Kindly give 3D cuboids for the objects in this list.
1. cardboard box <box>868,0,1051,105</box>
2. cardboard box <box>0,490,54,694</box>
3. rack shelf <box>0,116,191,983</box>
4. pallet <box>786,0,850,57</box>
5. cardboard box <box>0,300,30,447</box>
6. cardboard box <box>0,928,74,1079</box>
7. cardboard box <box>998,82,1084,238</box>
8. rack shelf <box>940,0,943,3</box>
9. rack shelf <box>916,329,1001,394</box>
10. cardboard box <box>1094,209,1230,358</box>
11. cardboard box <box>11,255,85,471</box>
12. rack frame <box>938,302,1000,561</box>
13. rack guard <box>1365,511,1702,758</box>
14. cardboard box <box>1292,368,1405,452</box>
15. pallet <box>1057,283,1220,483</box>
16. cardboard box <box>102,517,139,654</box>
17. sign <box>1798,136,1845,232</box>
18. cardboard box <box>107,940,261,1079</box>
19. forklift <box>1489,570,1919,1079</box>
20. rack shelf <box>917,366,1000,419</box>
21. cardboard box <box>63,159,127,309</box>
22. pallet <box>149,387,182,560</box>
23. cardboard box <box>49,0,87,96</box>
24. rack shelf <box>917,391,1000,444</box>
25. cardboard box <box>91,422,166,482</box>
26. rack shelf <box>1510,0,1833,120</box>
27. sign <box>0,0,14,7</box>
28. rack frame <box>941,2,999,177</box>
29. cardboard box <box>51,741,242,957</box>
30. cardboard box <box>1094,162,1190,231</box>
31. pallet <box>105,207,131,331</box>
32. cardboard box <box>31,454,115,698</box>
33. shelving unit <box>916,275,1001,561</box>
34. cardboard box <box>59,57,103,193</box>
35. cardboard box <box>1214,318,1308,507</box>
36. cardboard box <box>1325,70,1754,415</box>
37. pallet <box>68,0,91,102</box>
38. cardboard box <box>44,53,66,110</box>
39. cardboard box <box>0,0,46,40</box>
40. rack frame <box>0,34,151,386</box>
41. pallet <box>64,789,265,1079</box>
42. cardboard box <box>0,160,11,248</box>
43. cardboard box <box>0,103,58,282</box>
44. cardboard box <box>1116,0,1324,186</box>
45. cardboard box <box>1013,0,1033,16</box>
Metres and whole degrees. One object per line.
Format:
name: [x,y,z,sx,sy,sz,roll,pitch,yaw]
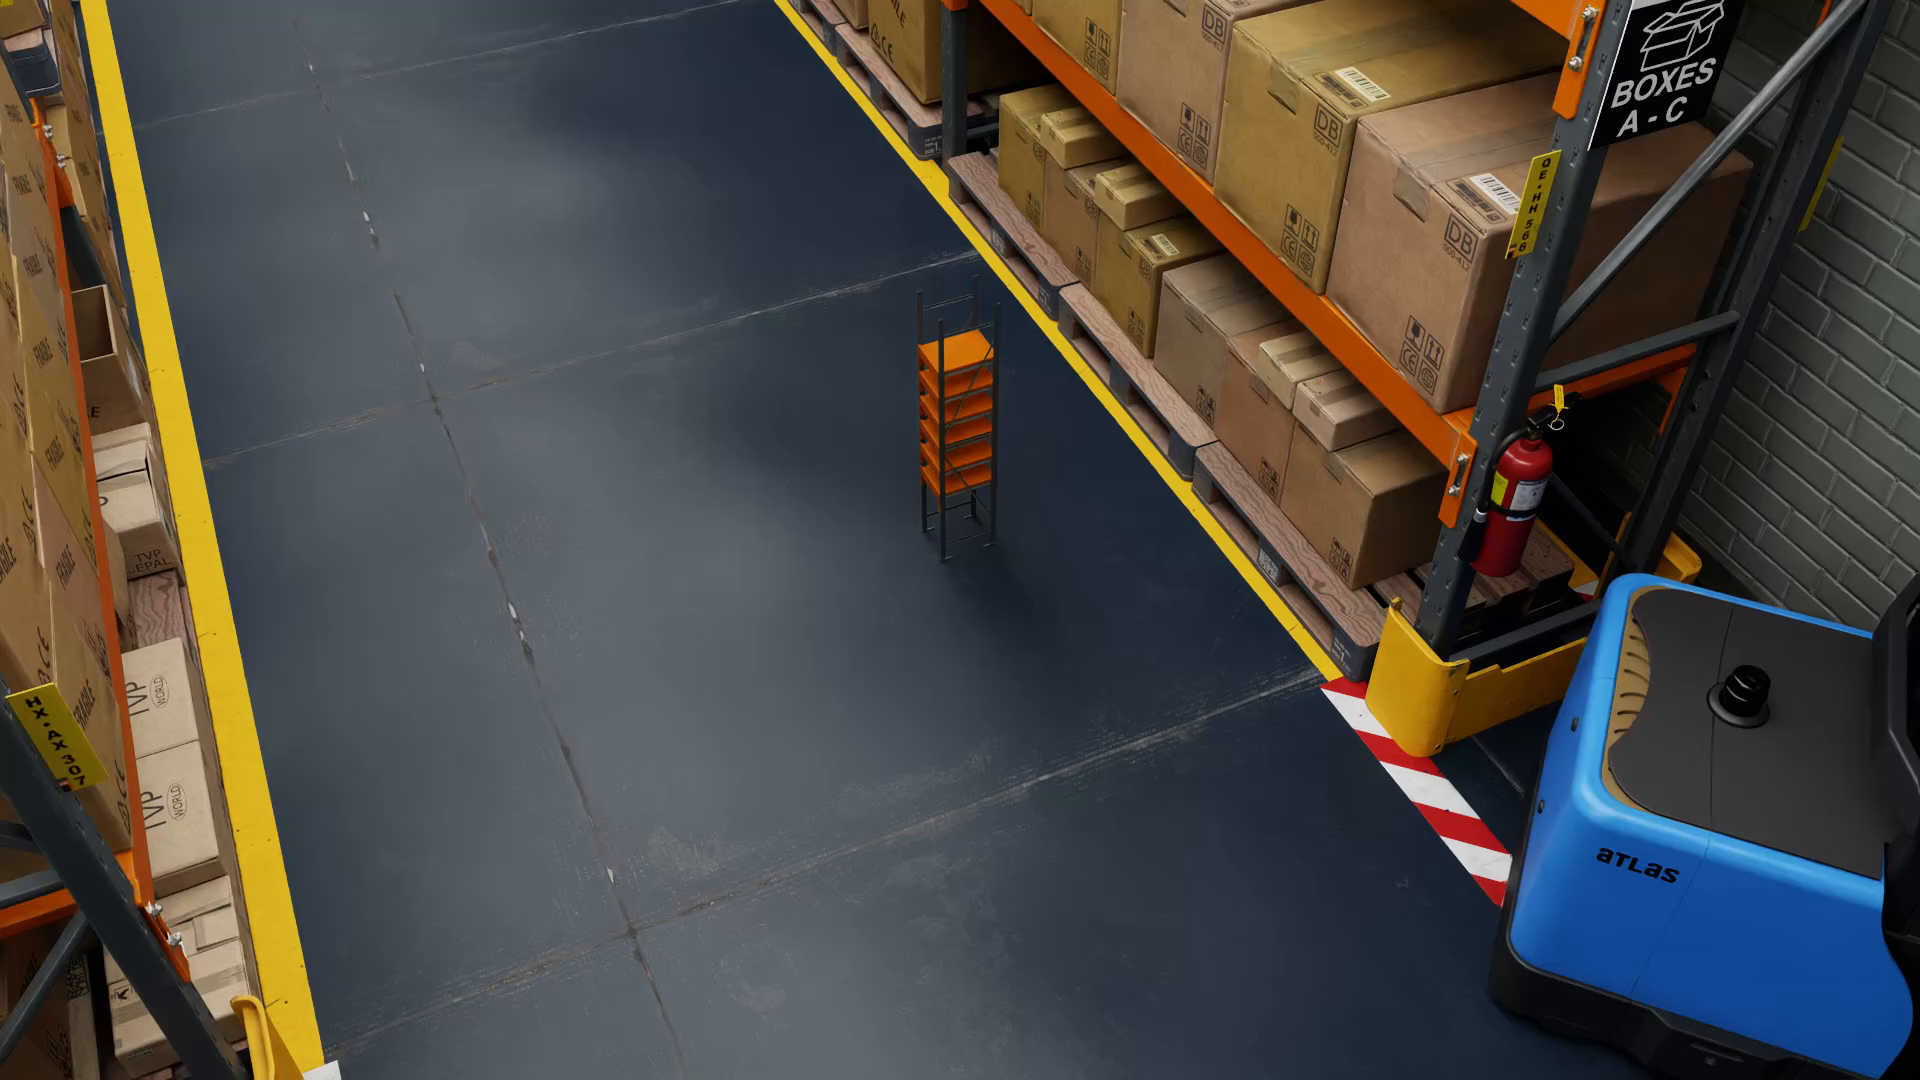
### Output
cardboard box: [-0.006,-2.878,8.762,0.750,0.750,0.750,-18,47,-17]
cardboard box: [-2.373,0.145,3.685,0.500,0.500,0.500,-17,47,-16]
rack shelf: [-3.267,-0.122,5.250,1.077,0.370,4.000,-18,47,-17]
pallet: [-0.524,-3.373,10.018,1.003,0.211,1.213,-18,47,-17]
cardboard box: [-2.806,-0.507,4.345,0.500,0.500,0.500,-17,47,-17]
cardboard box: [-2.878,1.356,4.706,0.500,0.500,0.500,-18,47,-17]
cardboard box: [0.607,-1.871,7.991,0.700,0.500,0.500,-17,47,-17]
rack shelf: [-0.456,-4.136,9.318,1.077,0.370,4.000,-18,47,-17]
rack shelf: [-0.006,-0.661,6.116,0.258,0.103,0.180,-18,47,-17]
cardboard box: [1.029,-1.222,7.333,0.700,0.500,0.500,-17,47,-16]
cardboard box: [-3.012,-0.467,5.016,0.500,0.500,0.500,-17,47,-17]
rack frame: [0.032,-0.378,6.279,0.240,1.200,0.006,-18,47,-17]
rack guard: [2.077,0.336,6.053,1.175,0.500,0.348,-18,47,-17]
cardboard box: [1.463,-0.504,6.144,0.380,0.149,0.250,-19,48,-18]
pallet: [1.151,-0.839,7.450,1.003,0.211,1.213,-18,47,-17]
cardboard box: [-3.313,0.275,5.799,0.797,0.503,0.637,-18,47,-17]
sign: [2.573,-1.065,5.021,0.100,0.325,0.005,-18,47,-17]
cardboard box: [-2.290,1.387,4.926,0.380,0.149,0.250,-18,47,-17]
forklift: [3.233,0.507,4.149,3.031,2.935,1.130,16,47,16]
rack shelf: [-0.006,-0.576,6.201,0.258,0.103,0.180,-18,47,-17]
cardboard box: [-4.090,-1.299,7.398,0.500,0.500,0.500,-20,48,-19]
pallet: [-3.820,-0.222,6.825,1.003,0.211,1.213,-18,47,-17]
cardboard box: [-4.966,-2.612,8.728,0.500,0.500,0.500,-20,48,-19]
rack shelf: [-0.006,-0.490,6.285,0.258,0.103,0.180,-18,47,-17]
cardboard box: [-3.399,-0.294,6.628,0.380,0.149,0.250,-18,47,-17]
rack shelf: [1.226,-2.655,5.681,1.077,0.370,4.000,-18,47,-17]
sign: [-3.619,-2.126,6.152,0.100,0.325,0.005,-18,47,-17]
rack frame: [0.385,-3.118,7.774,1.000,3.000,0.127,-18,47,-17]
cardboard box: [-2.607,0.970,5.276,0.500,0.250,0.500,-18,47,-17]
cardboard box: [0.805,-1.497,7.150,0.380,0.149,0.250,-19,48,-19]
pallet: [-4.484,-1.167,7.782,1.003,0.211,1.213,-18,47,-17]
cardboard box: [-2.595,0.173,4.368,0.500,0.500,0.500,-18,48,-18]
shelving unit: [-0.006,-0.436,6.338,0.258,1.200,0.189,-18,47,-17]
cardboard box: [-4.528,-1.957,8.064,0.500,0.500,0.500,-17,47,-17]
cardboard box: [1.472,-0.564,6.666,0.700,0.500,0.500,-18,47,-18]
cardboard box: [1.844,-0.997,5.412,0.980,0.700,0.700,-16,47,-16]
pallet: [-5.510,-2.722,9.358,1.003,0.211,1.213,-18,47,-17]
cardboard box: [-4.510,-2.204,7.780,0.500,0.250,0.500,-18,47,-17]
cardboard box: [-4.104,-2.205,6.479,0.700,0.500,0.500,-34,54,-30]
rack frame: [-4.108,-1.652,6.289,1.000,3.000,0.127,-18,47,-17]
pallet: [-2.794,1.333,5.249,1.003,0.211,1.213,-18,47,-17]
cardboard box: [-3.231,-1.151,4.998,0.500,0.500,0.500,-18,47,-17]
cardboard box: [-3.447,-1.117,5.675,0.500,0.500,0.500,-17,47,-16]
cardboard box: [1.215,-1.946,6.373,0.980,0.700,0.700,-20,48,-19]
cardboard box: [0.599,-2.874,7.313,0.980,0.700,0.700,-17,47,-17]
